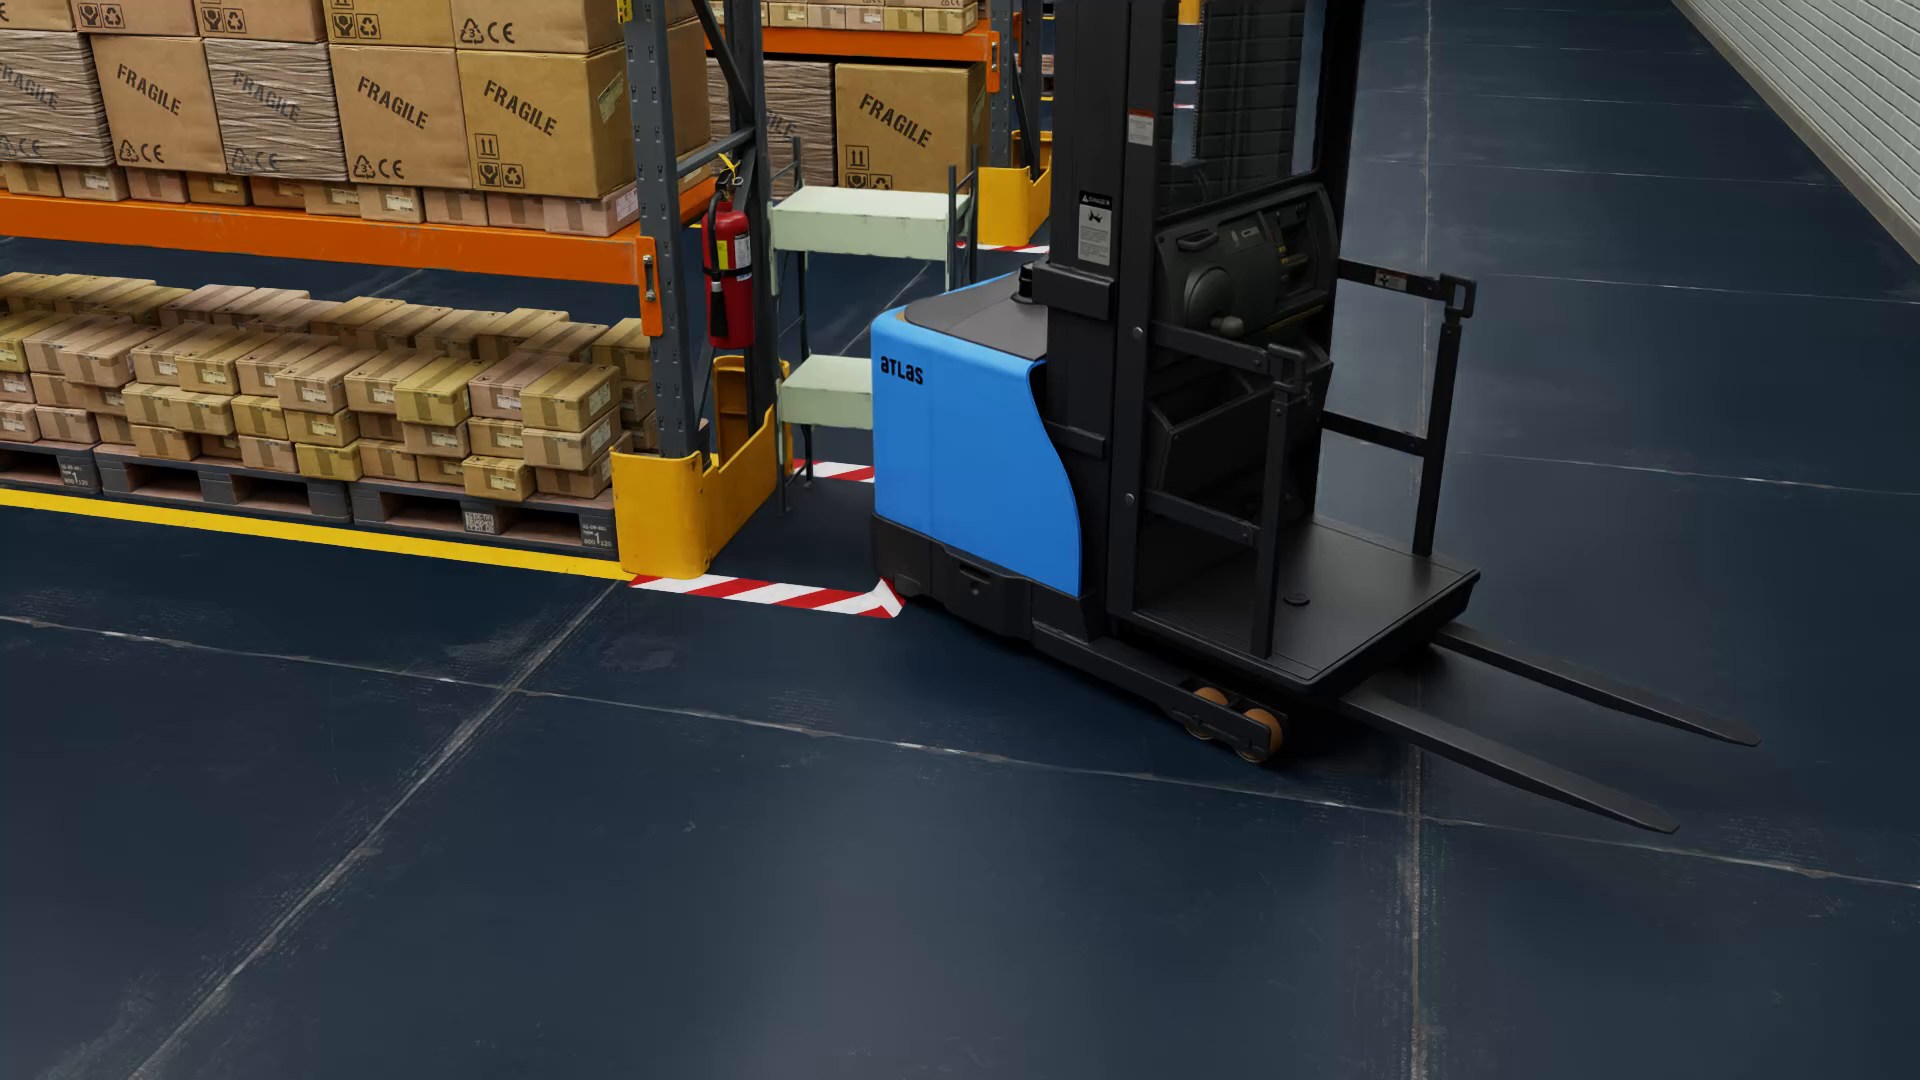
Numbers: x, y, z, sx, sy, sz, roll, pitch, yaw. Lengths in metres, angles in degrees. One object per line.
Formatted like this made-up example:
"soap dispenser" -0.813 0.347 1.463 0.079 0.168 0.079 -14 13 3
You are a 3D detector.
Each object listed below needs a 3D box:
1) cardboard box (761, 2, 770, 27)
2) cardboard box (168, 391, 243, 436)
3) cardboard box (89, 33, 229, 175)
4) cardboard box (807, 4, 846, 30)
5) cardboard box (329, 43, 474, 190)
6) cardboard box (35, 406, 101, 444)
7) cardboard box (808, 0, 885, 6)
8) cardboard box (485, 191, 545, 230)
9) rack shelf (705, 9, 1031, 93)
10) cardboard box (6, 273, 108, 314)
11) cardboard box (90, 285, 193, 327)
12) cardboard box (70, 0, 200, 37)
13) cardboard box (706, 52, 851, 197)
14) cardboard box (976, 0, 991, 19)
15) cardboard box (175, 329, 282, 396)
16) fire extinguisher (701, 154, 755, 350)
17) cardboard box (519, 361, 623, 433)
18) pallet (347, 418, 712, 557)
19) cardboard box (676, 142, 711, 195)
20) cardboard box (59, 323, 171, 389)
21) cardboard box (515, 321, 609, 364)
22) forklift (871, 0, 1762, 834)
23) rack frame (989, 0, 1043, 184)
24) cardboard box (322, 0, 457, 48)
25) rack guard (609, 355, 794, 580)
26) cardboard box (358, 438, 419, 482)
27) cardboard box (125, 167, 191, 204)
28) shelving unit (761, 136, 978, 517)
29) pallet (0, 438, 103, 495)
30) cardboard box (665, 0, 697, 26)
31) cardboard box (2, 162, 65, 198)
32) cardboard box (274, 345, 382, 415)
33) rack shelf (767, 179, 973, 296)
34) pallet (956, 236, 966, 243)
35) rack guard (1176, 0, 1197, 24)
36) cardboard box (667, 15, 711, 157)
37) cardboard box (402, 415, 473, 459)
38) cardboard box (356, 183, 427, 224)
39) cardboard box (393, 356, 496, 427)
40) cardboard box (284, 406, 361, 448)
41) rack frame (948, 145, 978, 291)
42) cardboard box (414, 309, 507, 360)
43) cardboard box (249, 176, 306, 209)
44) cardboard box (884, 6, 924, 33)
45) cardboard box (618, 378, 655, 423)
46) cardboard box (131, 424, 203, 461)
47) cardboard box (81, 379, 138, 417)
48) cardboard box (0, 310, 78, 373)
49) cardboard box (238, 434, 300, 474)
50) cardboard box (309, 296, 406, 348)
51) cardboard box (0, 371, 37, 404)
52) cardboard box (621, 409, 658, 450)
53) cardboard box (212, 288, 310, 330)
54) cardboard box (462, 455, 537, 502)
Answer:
"cardboard box" -1.296 -3.426 10.748 0.250 0.149 0.380 6 26 13
"cardboard box" -3.070 -0.580 6.961 0.250 0.149 0.380 7 26 14
"cardboard box" -2.932 -1.733 6.439 0.500 0.500 0.500 8 27 16
"cardboard box" -0.793 -3.371 10.634 0.250 0.149 0.380 7 26 14
"cardboard box" -1.959 -1.626 6.212 0.500 0.500 0.500 6 26 12
"cardboard box" -3.794 -0.566 7.277 0.250 0.149 0.380 6 26 12
"cardboard box" -0.655 -3.564 10.576 0.500 0.250 0.500 6 26 12
"cardboard box" -1.580 -1.294 6.270 0.250 0.149 0.380 6 26 13
"rack shelf" -1.566 -3.391 11.220 4.000 0.370 1.077 6 26 13
"cardboard box" -4.169 -1.107 7.721 0.250 0.149 0.380 7 26 14
"cardboard box" -3.694 -1.023 7.544 0.250 0.149 0.380 7 26 15
"cardboard box" -2.977 -2.186 6.226 0.500 0.500 0.500 5 26 11
"cardboard box" -1.150 -2.865 11.261 0.875 0.875 0.875 6 26 13
"cardboard box" 0.110 -3.564 11.038 0.250 0.149 0.380 7 26 14
"cardboard box" -3.047 -0.746 6.963 0.250 0.149 0.380 6 26 13
"fire extinguisher" -0.833 -1.025 5.938 0.183 0.674 0.296 6 26 13
"cardboard box" -1.538 -0.570 6.594 0.250 0.149 0.380 7 26 14
"pallet" -1.813 -0.299 7.132 1.213 0.211 1.003 6 26 13
"cardboard box" -1.194 -1.506 6.715 0.250 0.149 0.380 6 26 13
"cardboard box" -3.560 -0.784 7.042 0.250 0.149 0.380 7 26 14
"cardboard box" -1.682 -0.796 7.068 0.250 0.149 0.380 7 26 14
"forklift" 1.079 -0.844 5.186 3.031 2.867 1.129 22 33 38
"rack frame" 0.371 -3.502 10.616 0.127 3.000 1.000 6 26 13
"cardboard box" -1.958 -2.078 6.001 0.500 0.500 0.500 5 26 11
"rack guard" -1.035 -0.327 6.856 0.348 0.500 1.175 6 26 13
"cardboard box" -2.275 -0.390 6.908 0.250 0.149 0.380 7 26 14
"cardboard box" -3.084 -1.466 6.632 0.250 0.149 0.380 7 26 15
"shelving unit" -0.342 -0.821 6.723 0.755 1.500 0.431 6 25 12
"pallet" -4.177 -0.560 7.680 1.213 0.211 1.003 6 26 13
"cardboard box" -1.331 -2.237 6.334 0.500 0.500 0.500 6 26 13
"cardboard box" -3.613 -1.507 6.718 0.250 0.149 0.380 7 26 14
"cardboard box" -2.558 -0.655 6.773 0.250 0.149 0.380 7 26 15
"rack shelf" -0.342 -1.175 6.559 0.720 0.370 0.431 6 25 12
"pallet" -0.423 -2.296 11.327 1.213 0.211 1.003 6 26 13
"rack guard" 2.769 -6.505 19.832 0.348 0.500 1.175 6 26 13
"cardboard box" -1.328 -1.790 6.559 0.500 0.500 0.500 8 26 15
"cardboard box" -2.048 -0.477 6.745 0.250 0.149 0.380 5 26 11
"cardboard box" -2.079 -1.332 6.351 0.250 0.149 0.380 7 26 14
"cardboard box" -2.049 -0.596 6.647 0.250 0.149 0.380 6 26 12
"cardboard box" -2.553 -0.527 6.850 0.250 0.149 0.380 7 26 14
"rack frame" 0.013 -0.785 6.644 0.023 1.500 0.400 6 25 12
"cardboard box" -2.155 -0.868 7.220 0.250 0.149 0.380 5 26 10
"cardboard box" -2.574 -1.426 6.548 0.250 0.149 0.380 5 26 11
"cardboard box" -0.308 -3.317 10.519 0.250 0.149 0.380 7 26 14
"cardboard box" -1.405 -0.647 7.102 0.250 0.149 0.380 7 26 15
"cardboard box" -3.296 -0.484 7.104 0.250 0.149 0.380 6 26 12
"cardboard box" -3.531 -0.671 7.151 0.250 0.149 0.380 8 26 15
"cardboard box" -4.045 -0.863 7.209 0.250 0.149 0.380 6 26 12
"cardboard box" -2.797 -0.429 6.990 0.250 0.149 0.380 7 26 14
"cardboard box" -2.664 -0.949 7.390 0.250 0.149 0.380 7 26 14
"cardboard box" -4.052 -0.740 7.297 0.250 0.149 0.380 6 26 13
"cardboard box" -1.390 -0.540 7.222 0.250 0.149 0.380 7 26 14
"cardboard box" -3.145 -1.008 7.514 0.250 0.149 0.380 5 26 11
"cardboard box" -1.798 -0.305 6.729 0.250 0.149 0.380 7 26 15
